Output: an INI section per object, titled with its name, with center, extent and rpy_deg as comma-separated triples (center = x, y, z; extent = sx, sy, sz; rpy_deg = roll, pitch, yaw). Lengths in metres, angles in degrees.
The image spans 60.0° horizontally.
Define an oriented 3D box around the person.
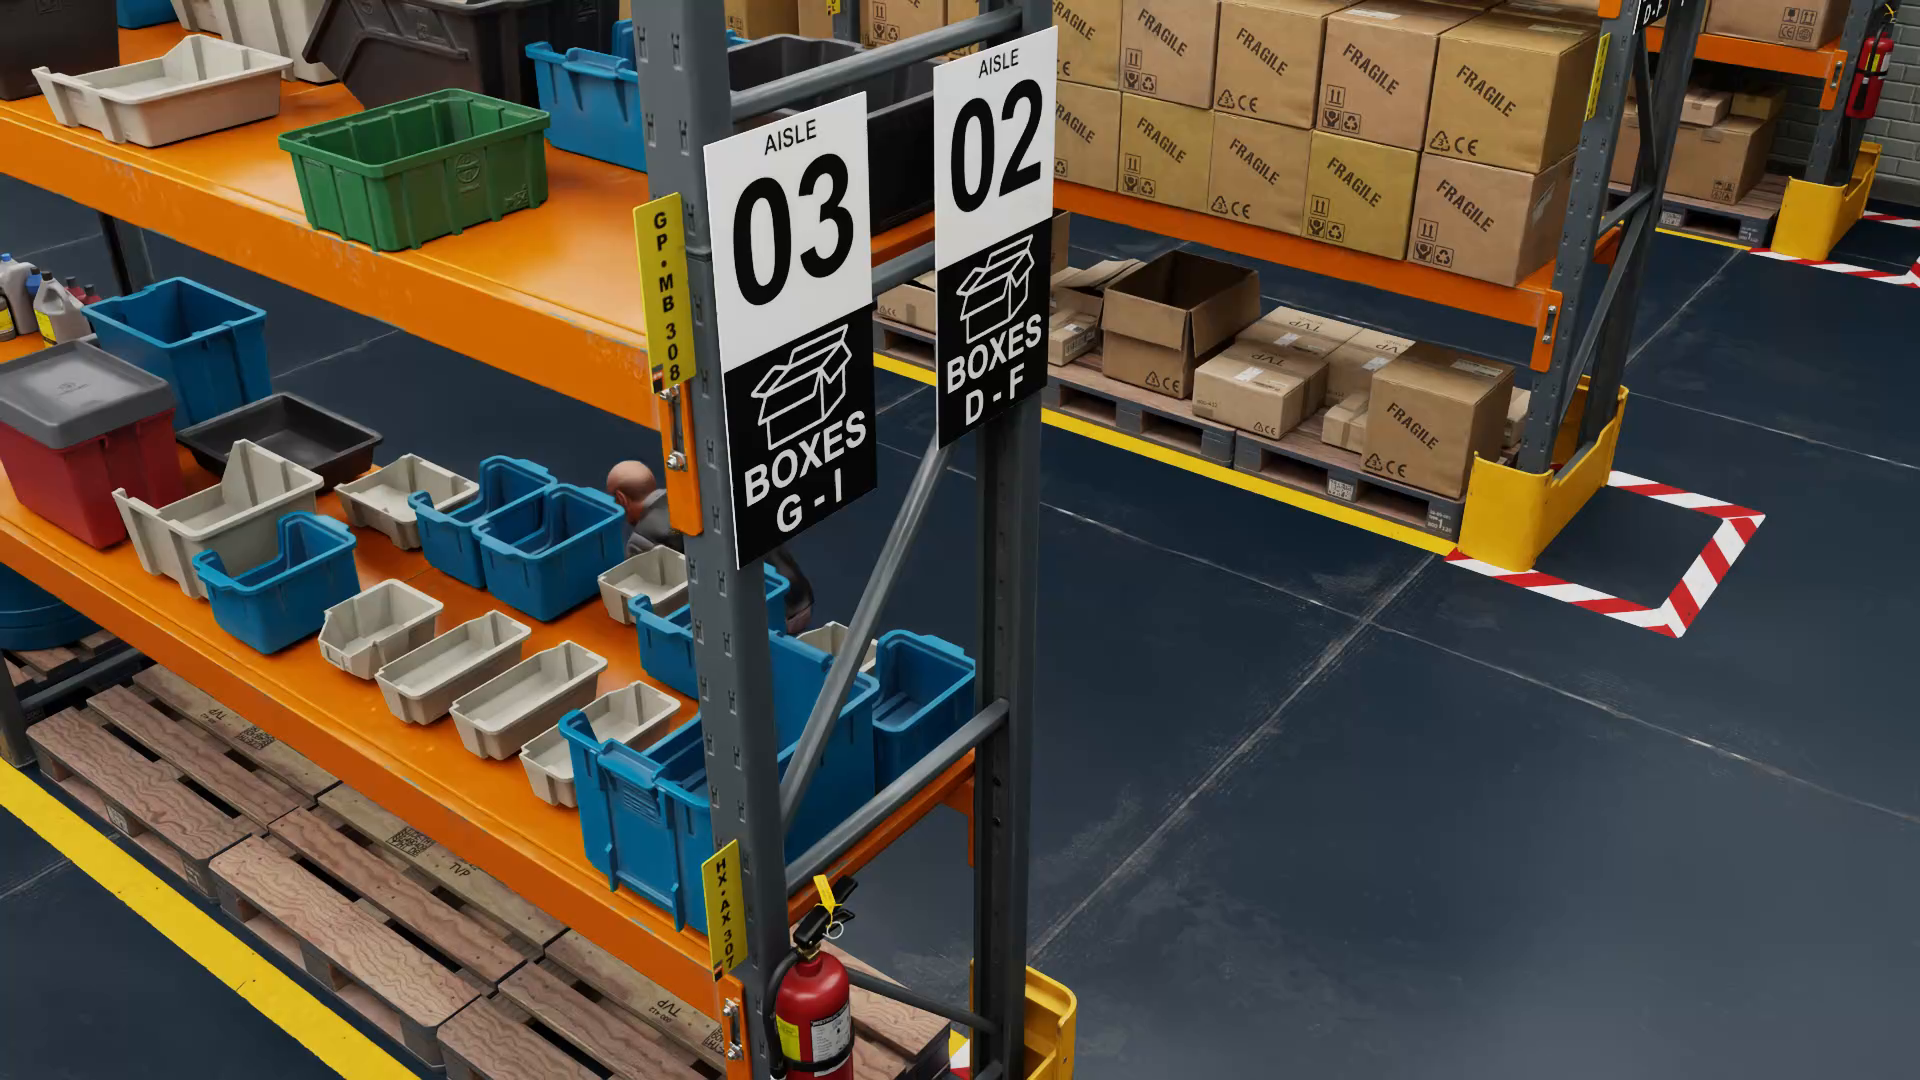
[person]
center = -0.985, 0.250, 6.386
extent = 0.837, 1.062, 0.553
rpy_deg = 21, 37, 31
